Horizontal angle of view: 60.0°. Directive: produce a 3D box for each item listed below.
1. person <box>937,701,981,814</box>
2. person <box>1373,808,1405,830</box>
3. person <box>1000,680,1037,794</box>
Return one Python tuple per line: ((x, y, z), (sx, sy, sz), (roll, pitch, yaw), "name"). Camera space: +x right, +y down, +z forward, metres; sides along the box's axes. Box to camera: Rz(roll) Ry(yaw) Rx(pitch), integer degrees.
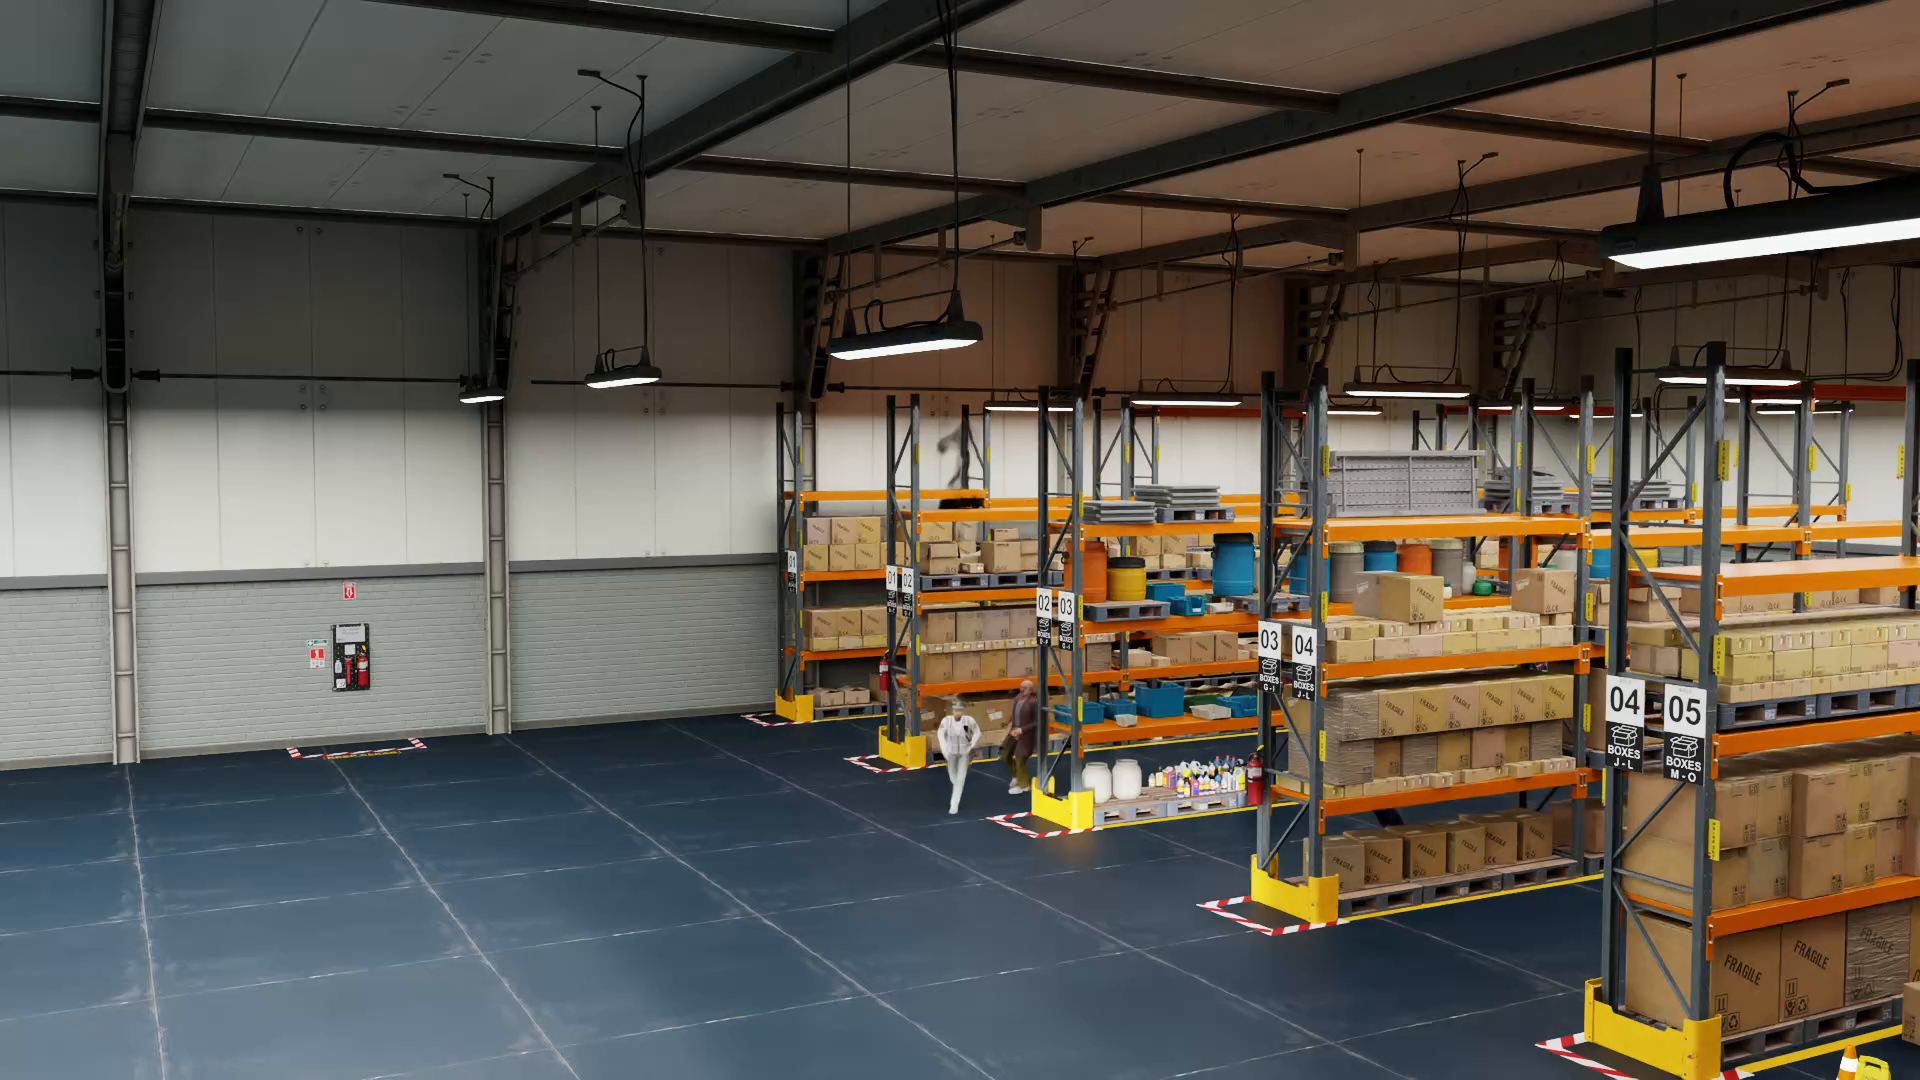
((-0.004, 3.048, 23.650), (0.597, 1.633, 0.790), (0, 3, -2), "person")
((5.512, 3.126, 21.453), (0.768, 1.605, 0.635), (-2, 4, -28), "person")
((0.938, 2.918, 24.542), (0.728, 1.728, 0.612), (3, 4, 43), "person")
